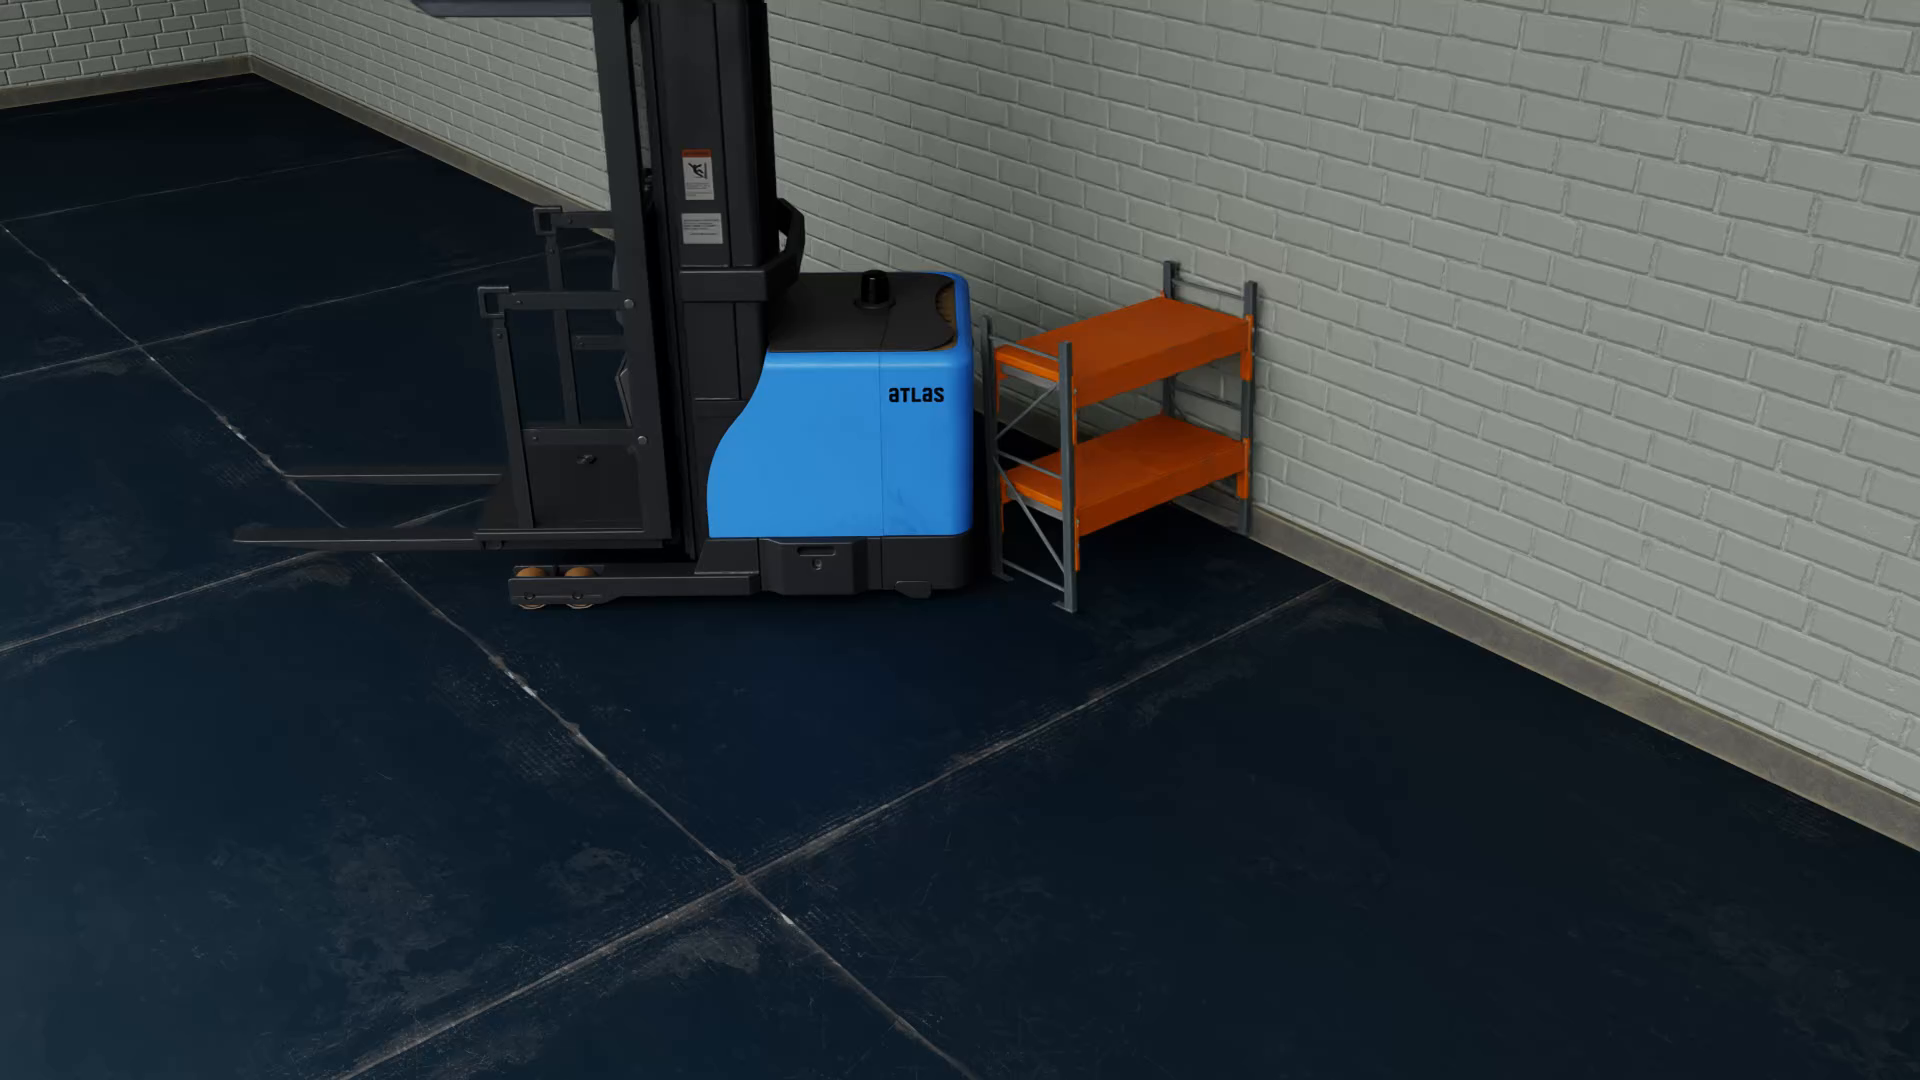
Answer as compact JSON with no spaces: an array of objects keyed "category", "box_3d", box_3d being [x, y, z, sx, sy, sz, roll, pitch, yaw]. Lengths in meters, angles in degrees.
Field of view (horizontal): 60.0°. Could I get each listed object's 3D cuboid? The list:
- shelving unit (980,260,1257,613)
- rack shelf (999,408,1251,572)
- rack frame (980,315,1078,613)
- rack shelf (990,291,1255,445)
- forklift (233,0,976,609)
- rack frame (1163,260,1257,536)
[{"category":"shelving unit","box_3d":[0.667,-0.450,6.849,1.048,1.125,0.538,-21,31,-34]},{"category":"rack shelf","box_3d":[0.679,-0.229,6.954,1.000,0.278,0.538,-21,31,-34]},{"category":"rack frame","box_3d":[0.273,-0.295,6.567,0.032,1.125,0.500,-21,31,-34]},{"category":"rack shelf","box_3d":[0.652,-0.714,6.724,1.000,0.278,0.538,-21,31,-34]},{"category":"forklift","box_3d":[-1.458,-1.264,6.506,3.031,2.935,1.130,-1,28,-1]},{"category":"rack frame","box_3d":[1.060,-0.604,7.131,0.032,1.125,0.500,-21,31,-34]}]
